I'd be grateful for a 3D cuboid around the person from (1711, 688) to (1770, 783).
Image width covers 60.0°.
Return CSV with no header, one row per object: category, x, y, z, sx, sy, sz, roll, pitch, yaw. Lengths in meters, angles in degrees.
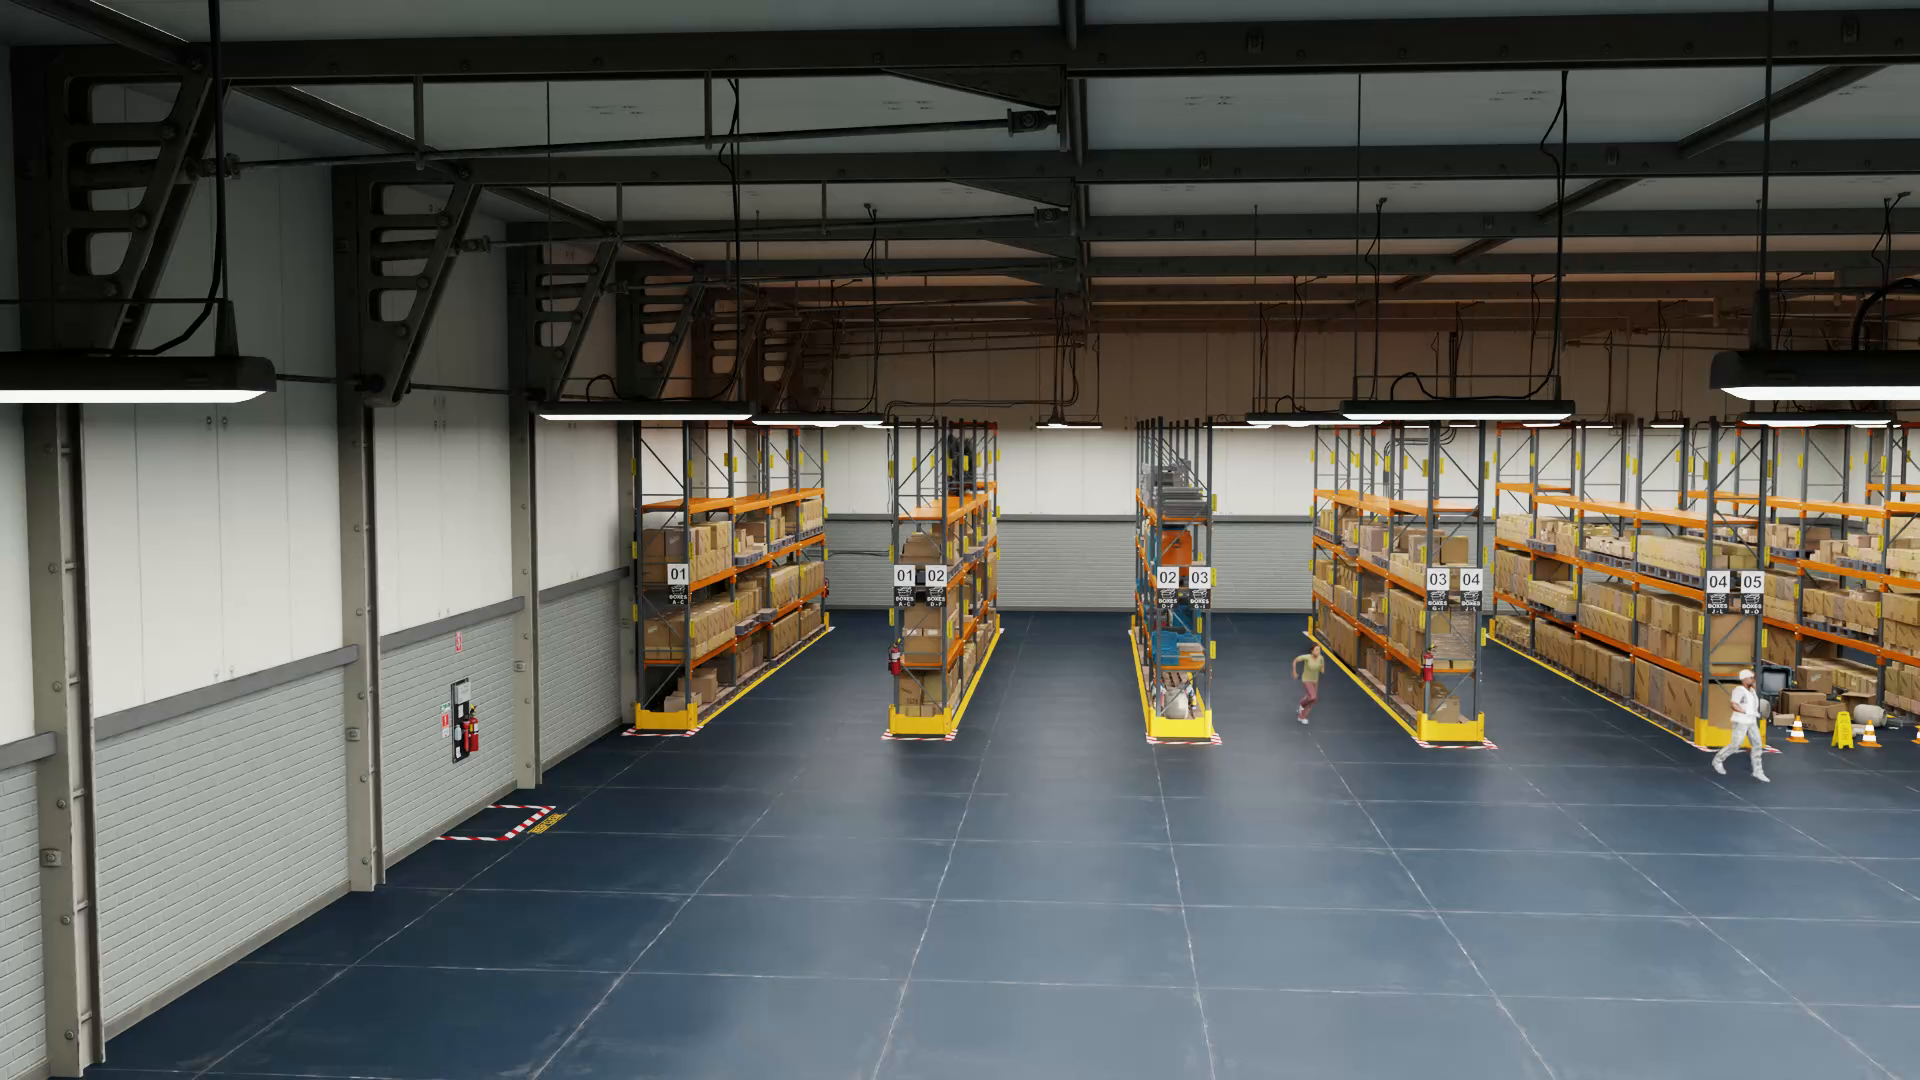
person,12.939,3.174,27.420,0.678,1.512,0.947,-3,5,-36
